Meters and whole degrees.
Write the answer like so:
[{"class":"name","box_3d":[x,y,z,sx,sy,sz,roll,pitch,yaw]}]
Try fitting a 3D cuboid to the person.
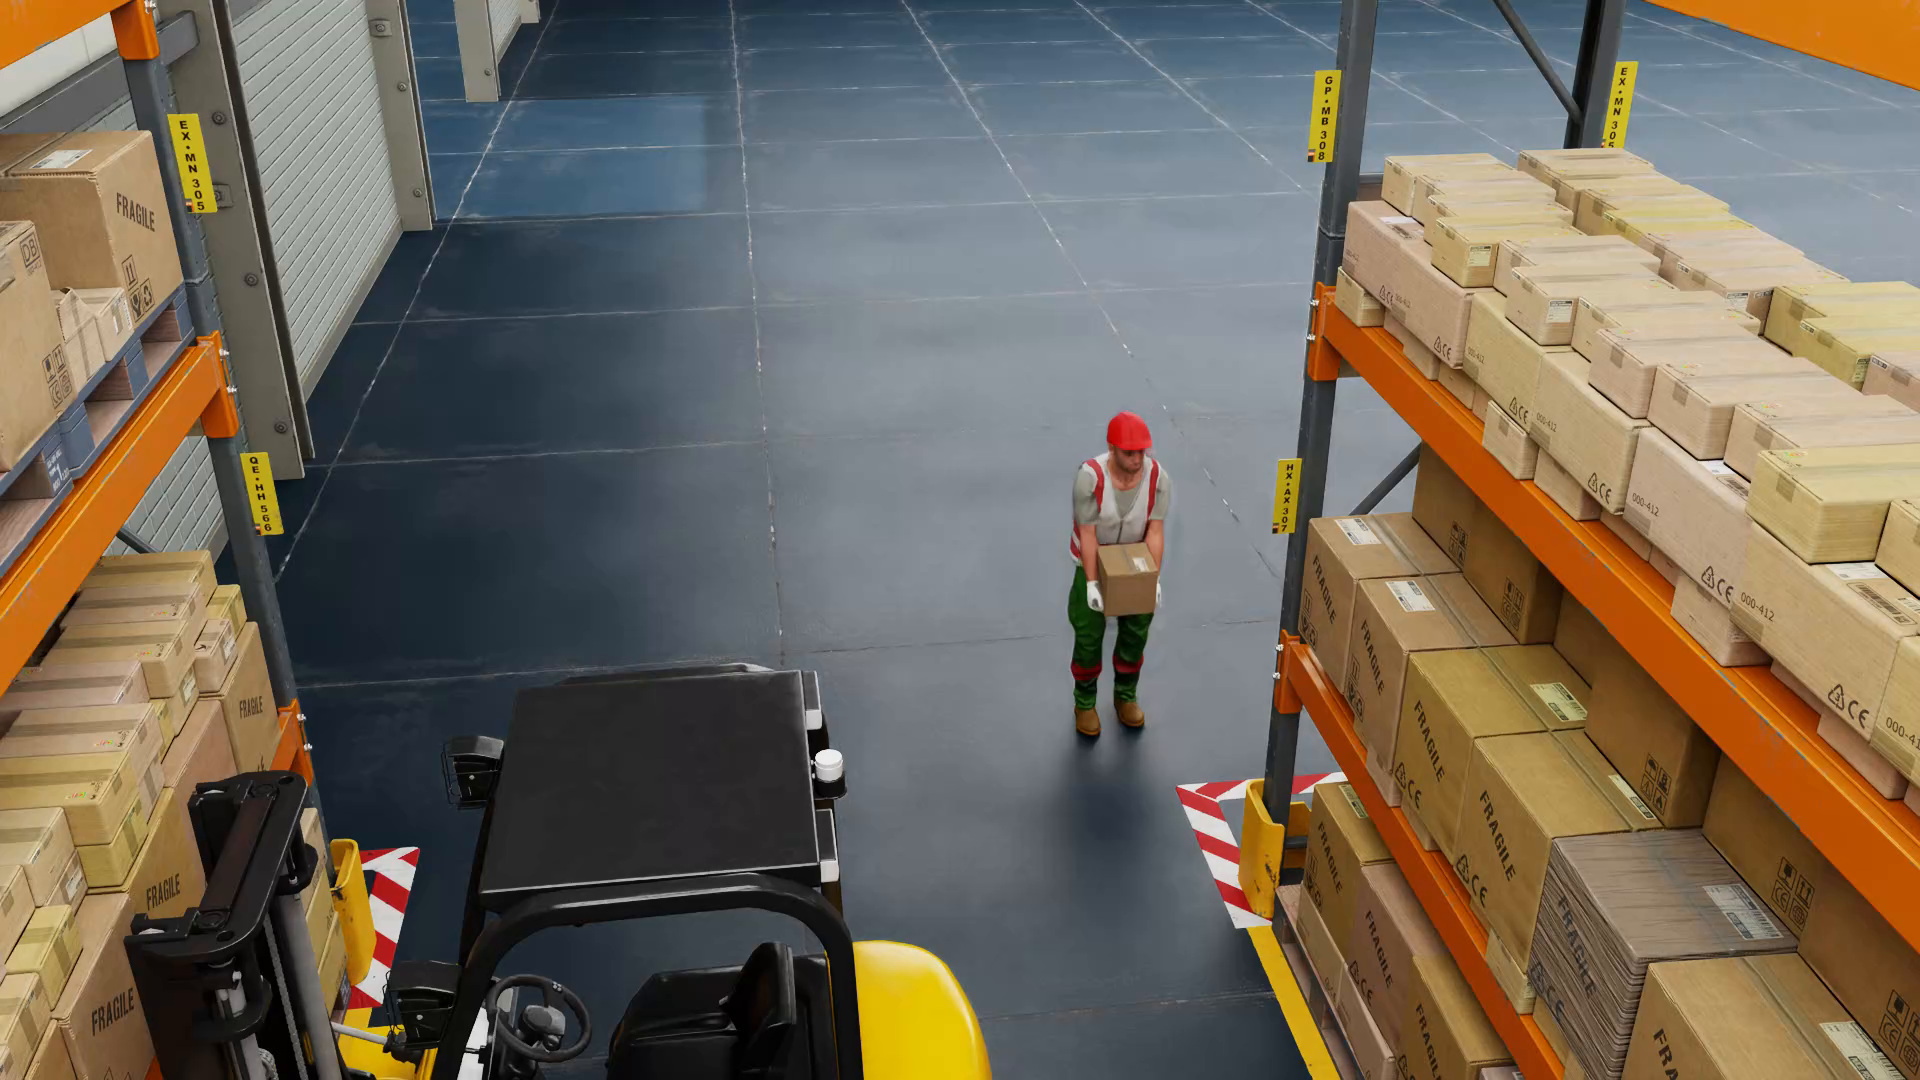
[{"class":"person","box_3d":[0.789,0.171,8.284,0.491,1.760,0.584,-4,27,-8]}]
